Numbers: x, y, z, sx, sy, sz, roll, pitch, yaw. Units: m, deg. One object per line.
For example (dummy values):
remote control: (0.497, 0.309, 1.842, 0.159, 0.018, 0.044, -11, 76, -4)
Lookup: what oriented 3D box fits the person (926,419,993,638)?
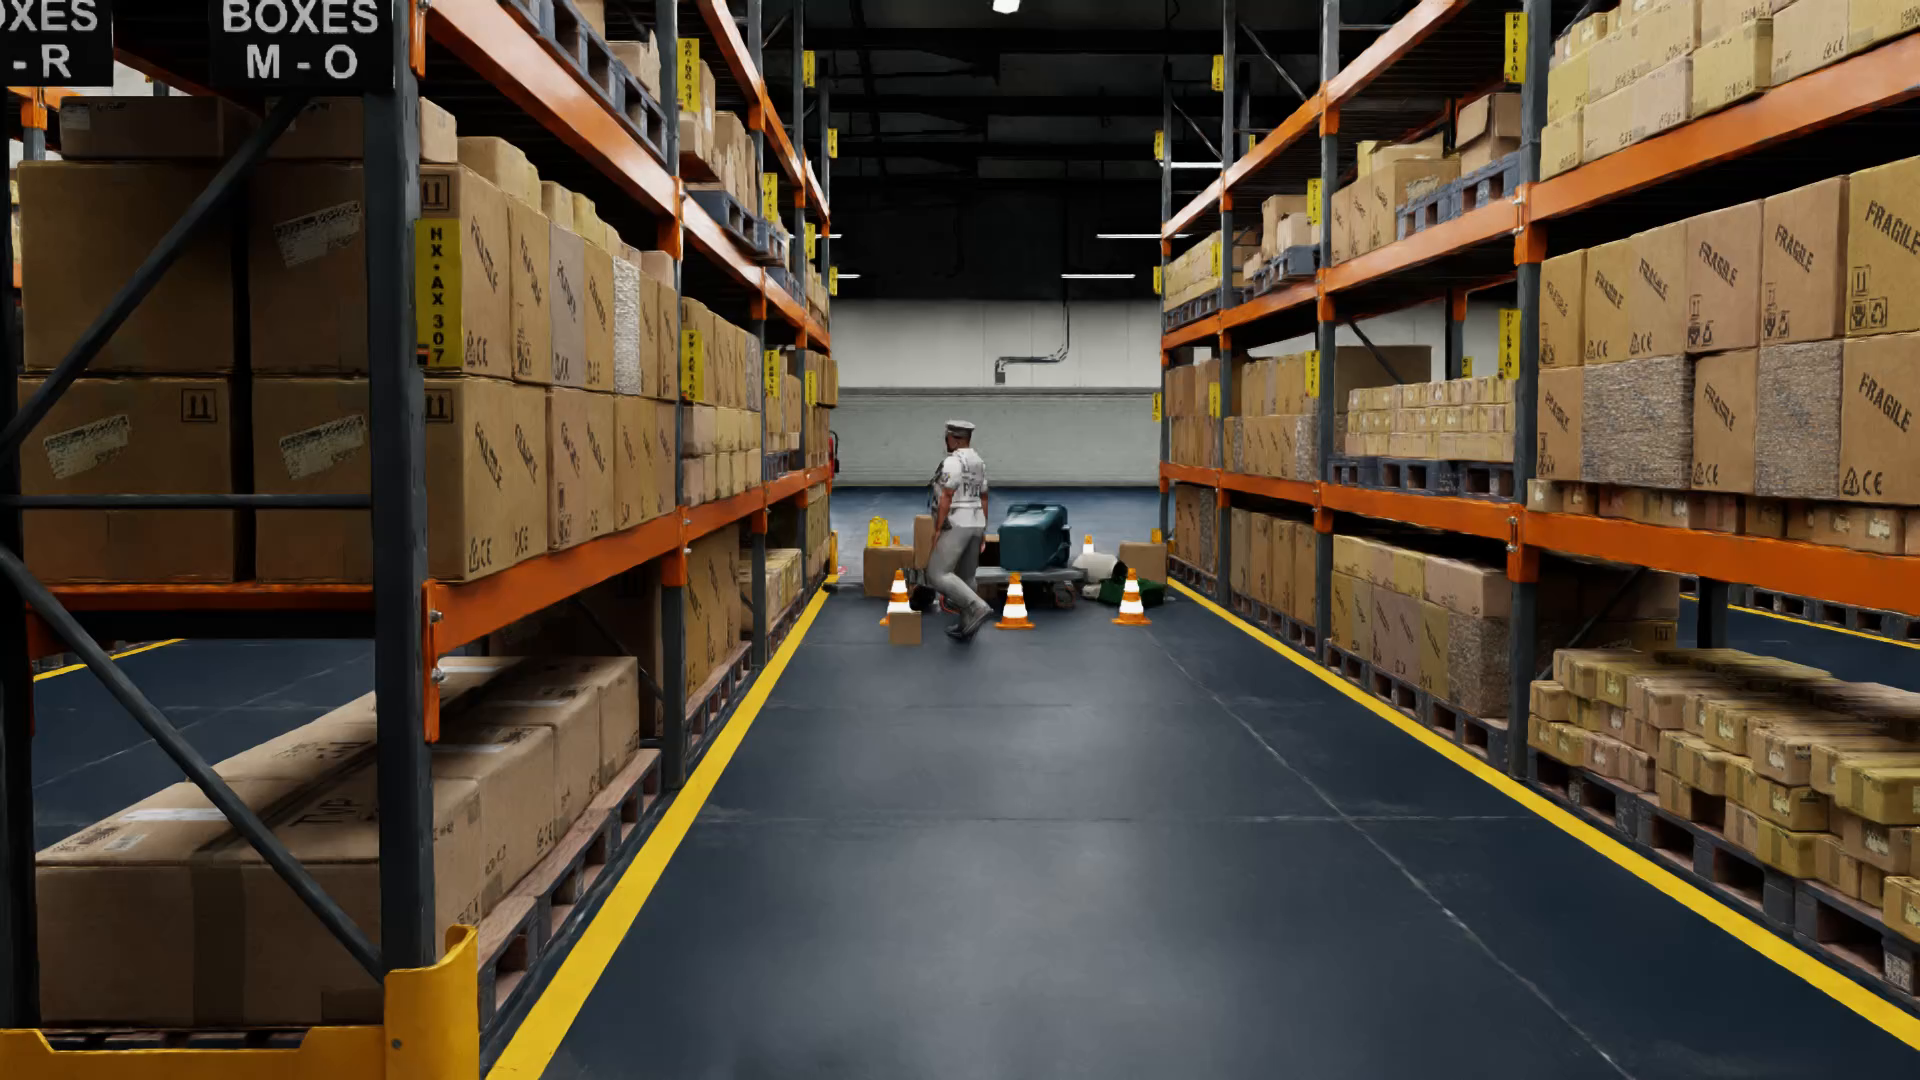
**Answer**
person: (0.047, -0.083, 13.176, 0.623, 1.752, 0.668, 2, 4, 26)
